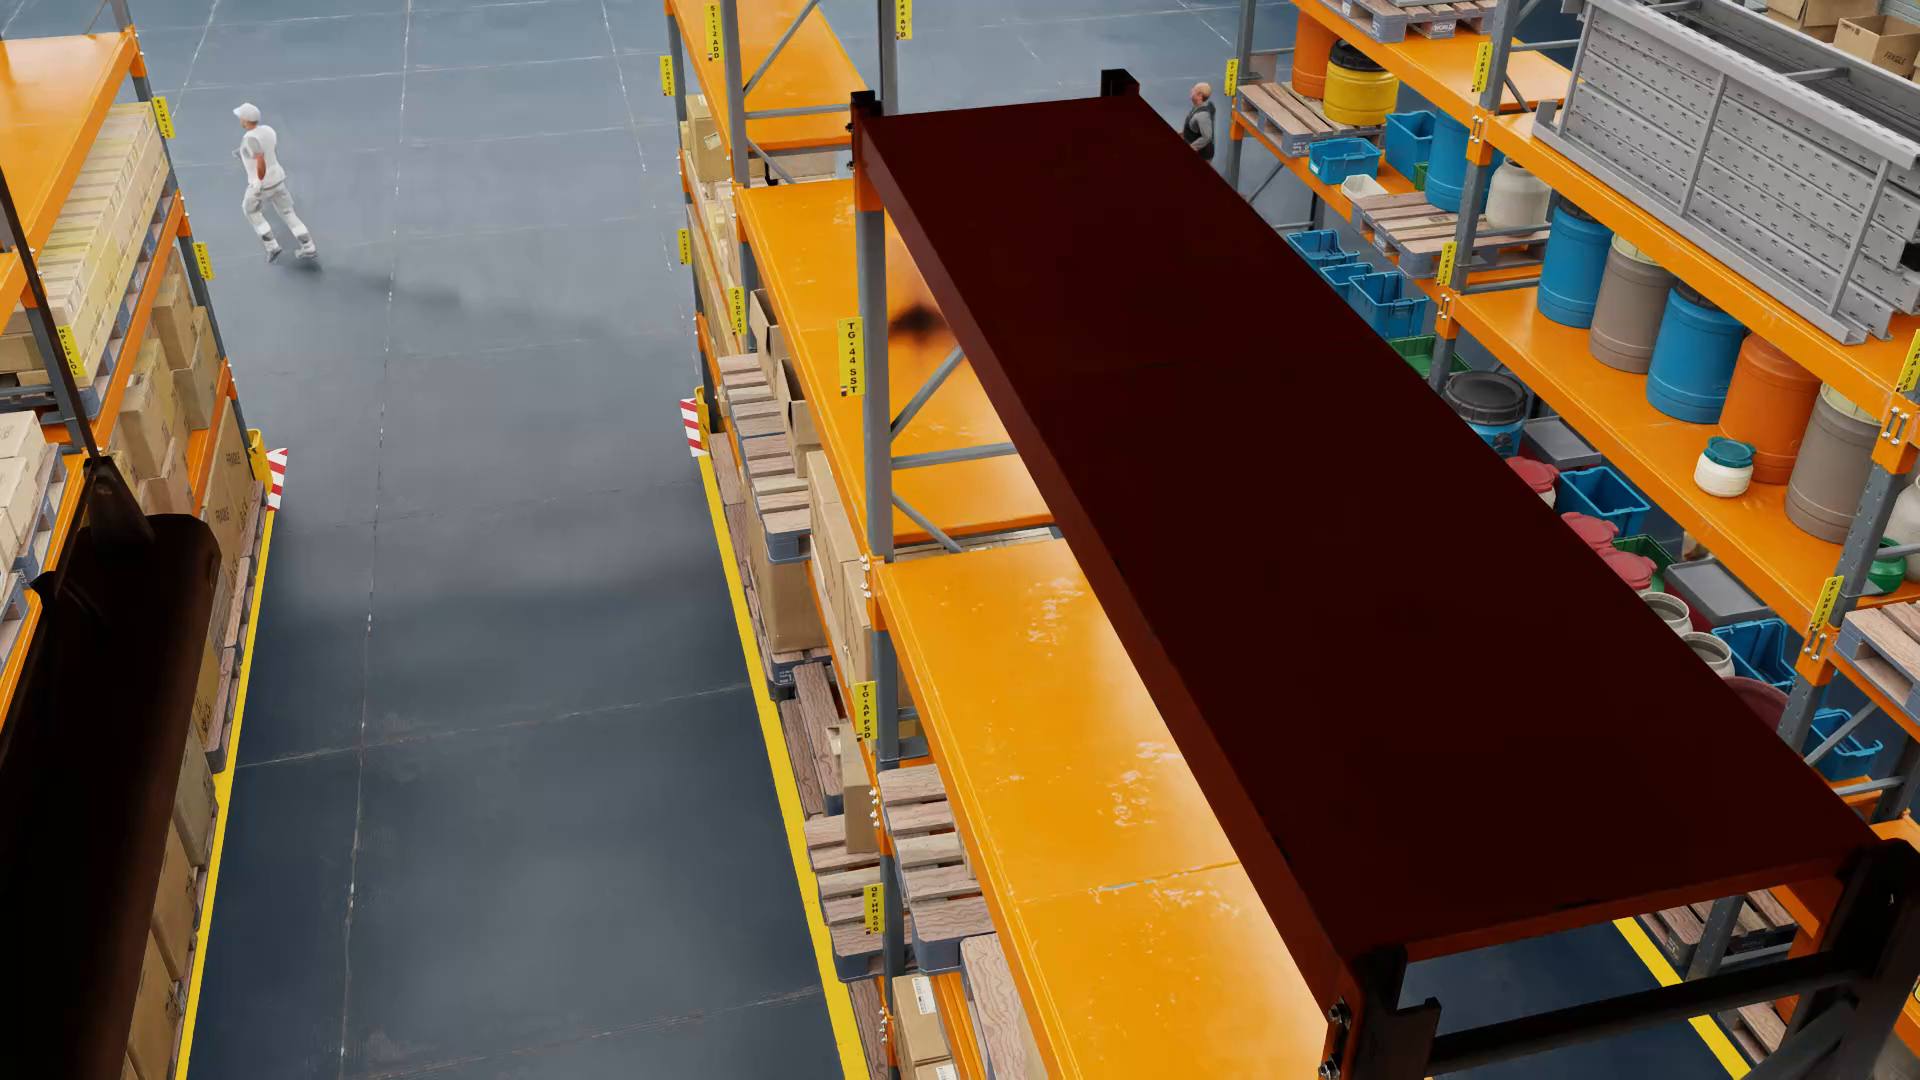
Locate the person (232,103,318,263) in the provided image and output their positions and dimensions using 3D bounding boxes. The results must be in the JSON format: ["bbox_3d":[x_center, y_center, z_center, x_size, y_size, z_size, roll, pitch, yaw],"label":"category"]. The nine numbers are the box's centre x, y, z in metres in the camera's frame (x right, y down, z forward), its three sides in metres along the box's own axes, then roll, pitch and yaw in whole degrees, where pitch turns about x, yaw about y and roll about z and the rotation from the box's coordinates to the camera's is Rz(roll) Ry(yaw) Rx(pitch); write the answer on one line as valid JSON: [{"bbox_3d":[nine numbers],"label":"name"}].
[{"bbox_3d":[-7.577,-3.866,18.161,0.837,1.827,0.641,12,36,17],"label":"person"}]

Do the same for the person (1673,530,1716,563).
[{"bbox_3d":[5.554,0.121,12.379,0.648,1.790,0.705,-9,35,-13],"label":"person"}]

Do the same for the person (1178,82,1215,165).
[{"bbox_3d":[2.772,-4.360,18.980,0.810,1.715,0.669,7,35,11],"label":"person"}]
